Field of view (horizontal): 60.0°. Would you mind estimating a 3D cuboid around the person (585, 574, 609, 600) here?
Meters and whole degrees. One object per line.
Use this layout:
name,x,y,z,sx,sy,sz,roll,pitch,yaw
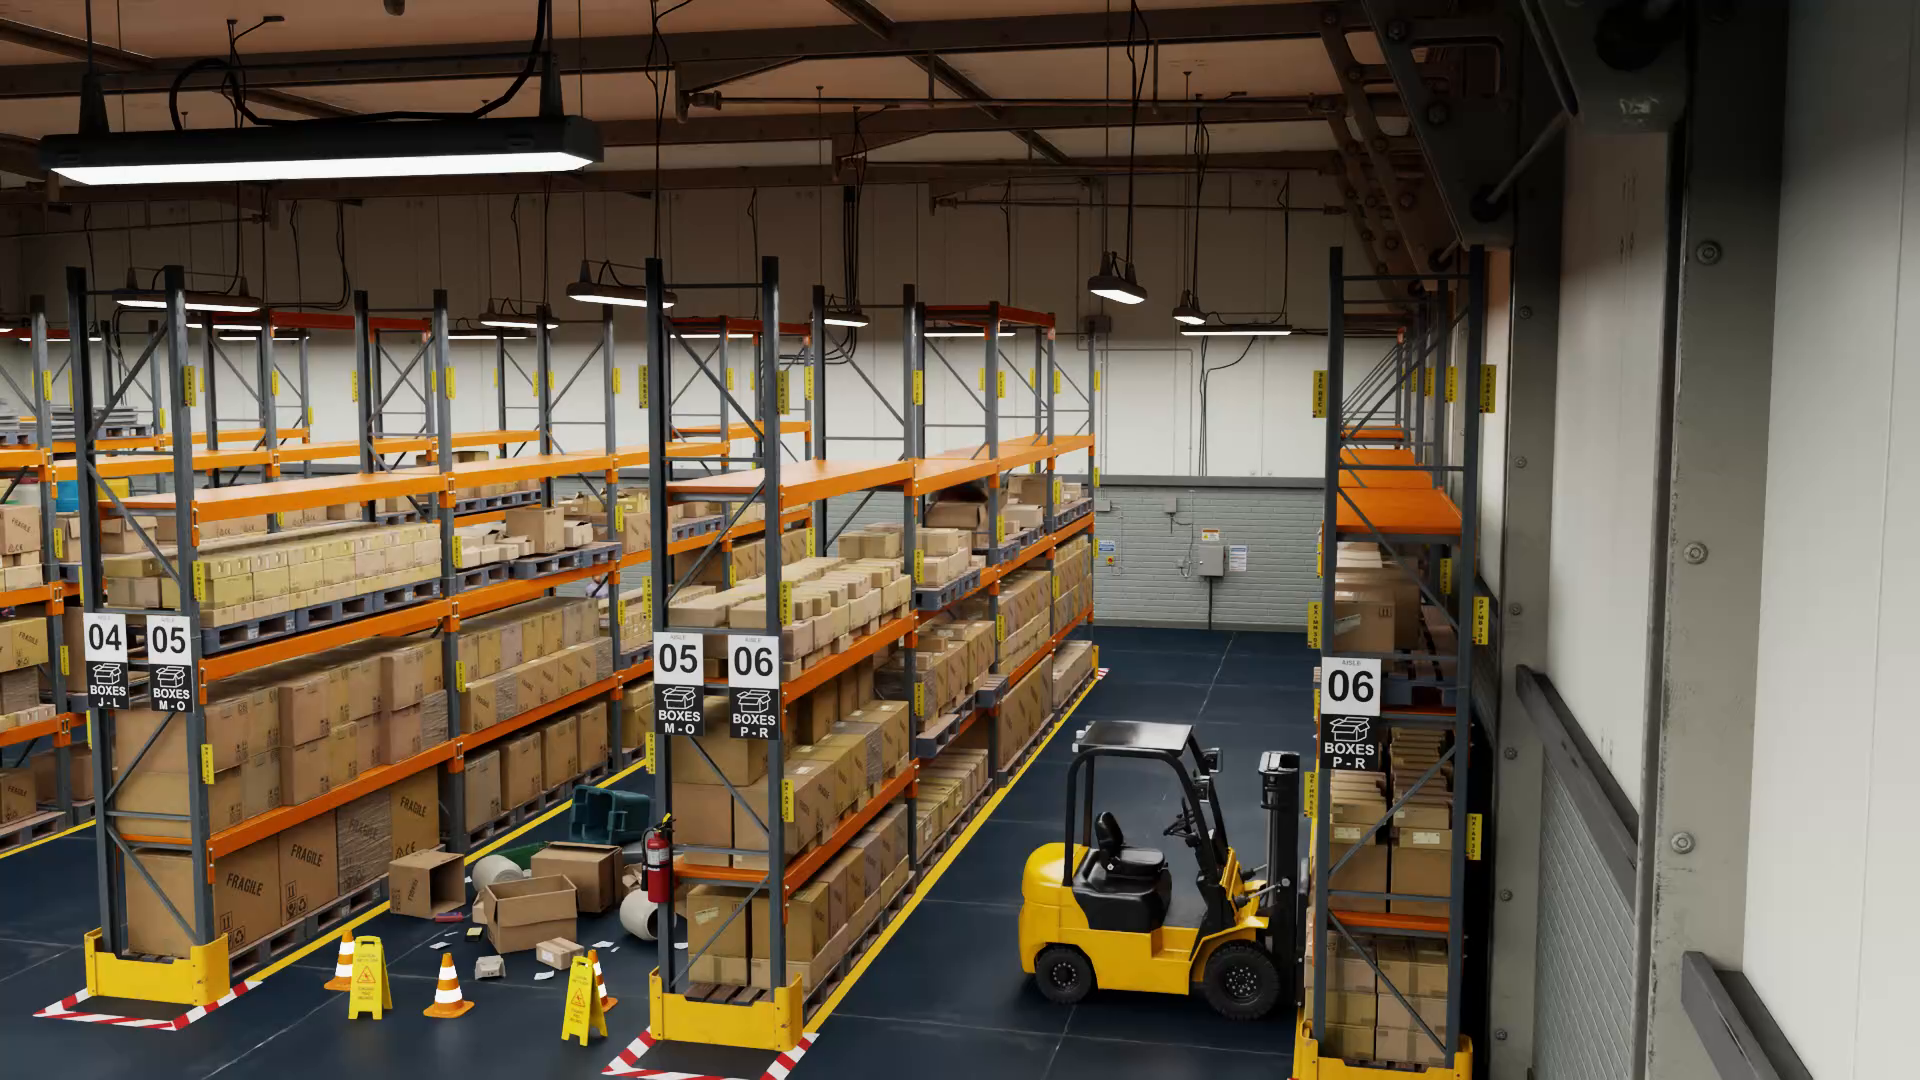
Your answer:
person,-6.415,1.348,29.707,0.528,1.650,0.524,2,6,22
